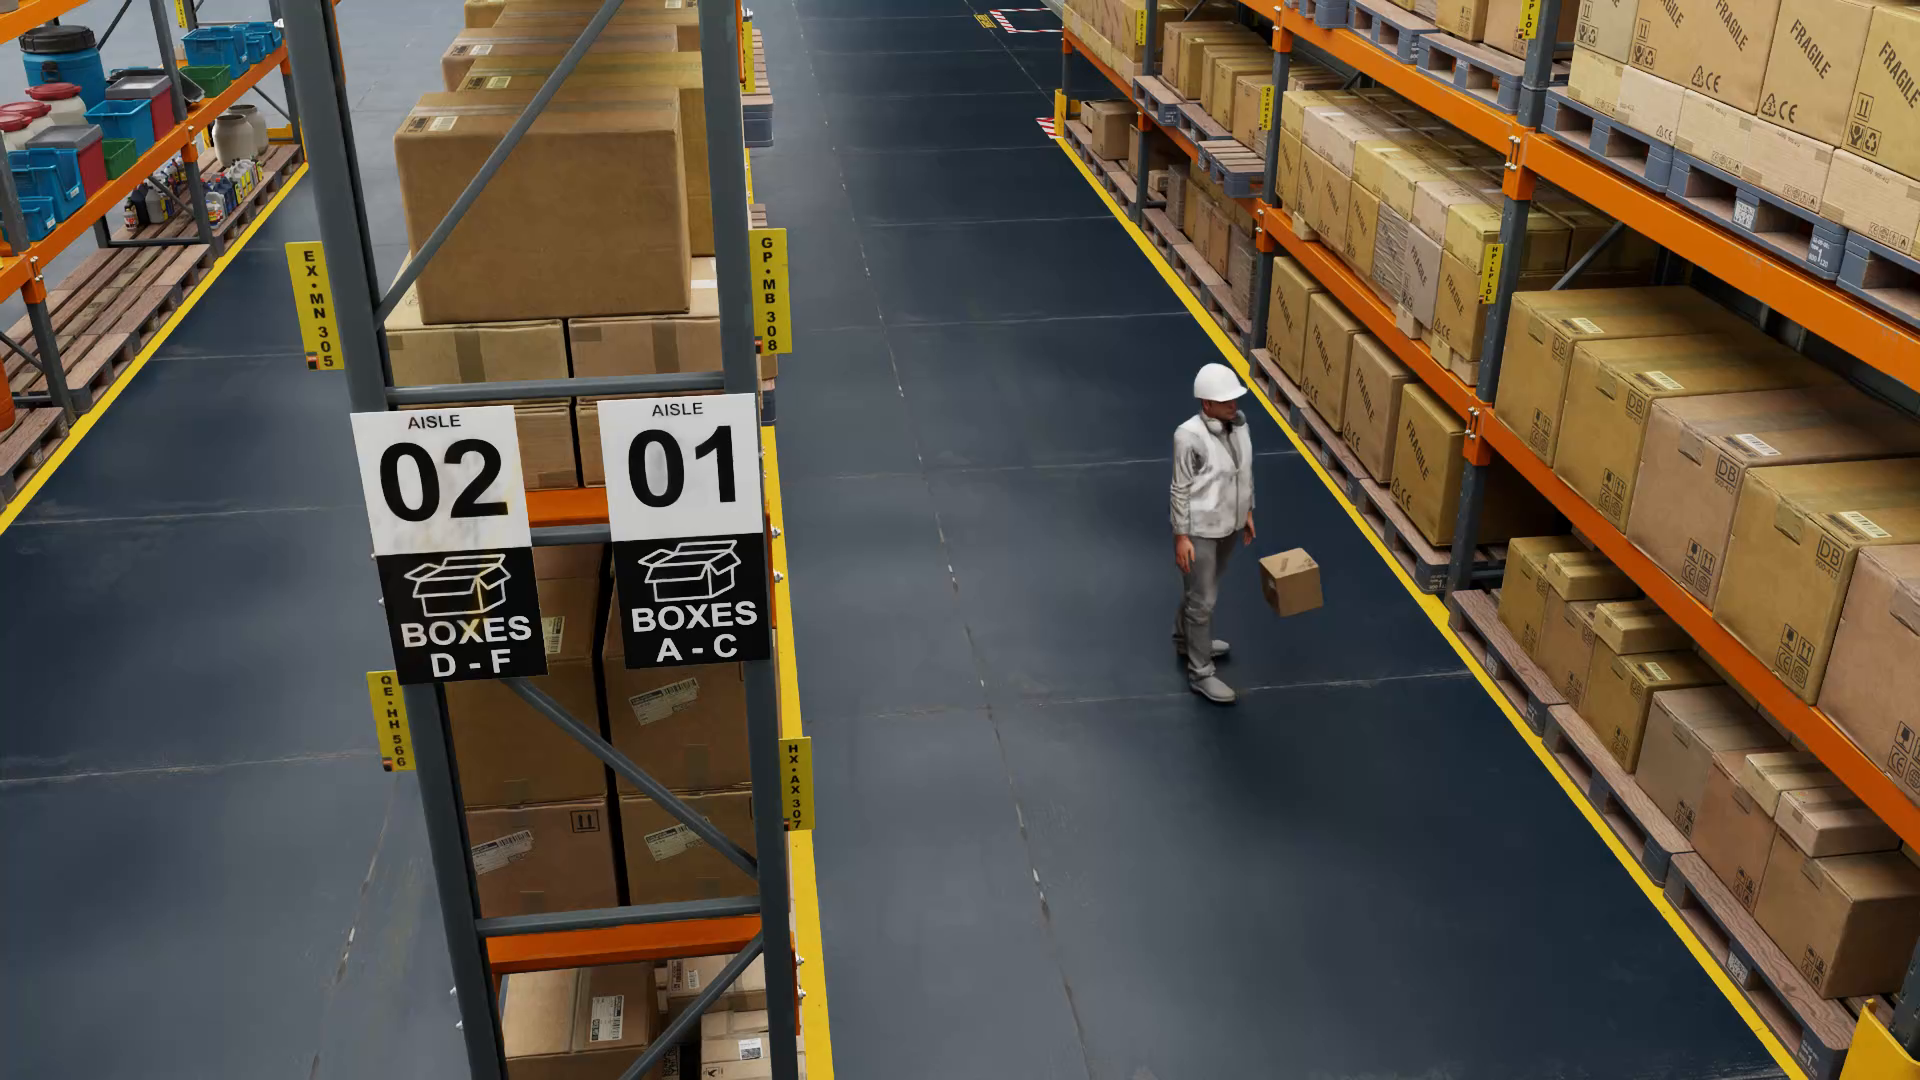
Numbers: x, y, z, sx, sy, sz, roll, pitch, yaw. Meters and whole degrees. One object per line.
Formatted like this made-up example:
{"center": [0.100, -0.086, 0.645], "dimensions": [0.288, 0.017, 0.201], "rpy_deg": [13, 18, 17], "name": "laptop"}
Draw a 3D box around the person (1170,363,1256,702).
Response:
{"center": [1.342, -0.055, 8.672], "dimensions": [0.610, 1.772, 0.649], "rpy_deg": [24, 36, 39], "name": "person"}
